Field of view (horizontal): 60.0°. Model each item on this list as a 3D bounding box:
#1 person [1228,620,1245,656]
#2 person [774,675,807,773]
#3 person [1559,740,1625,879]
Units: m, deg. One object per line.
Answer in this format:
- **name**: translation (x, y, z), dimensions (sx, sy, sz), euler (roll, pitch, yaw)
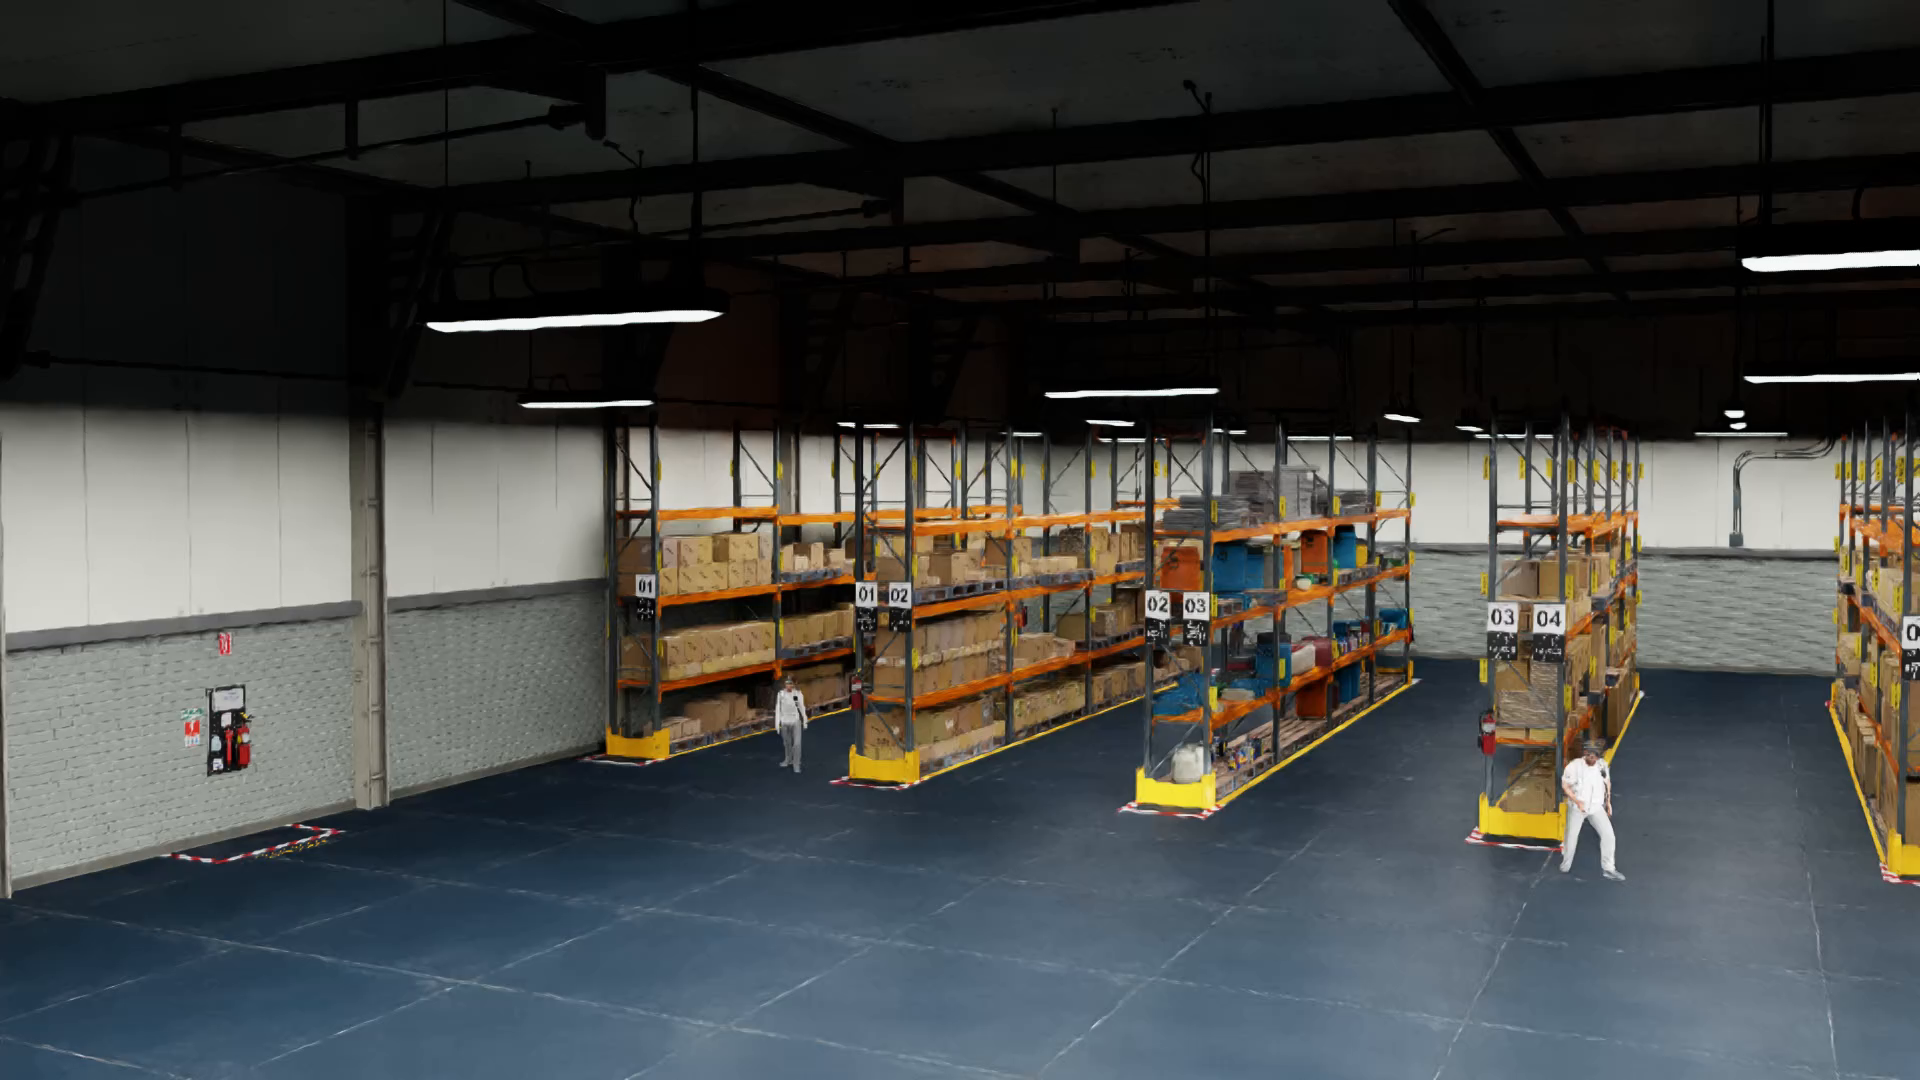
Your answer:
- **person**: translation (7.050, 2.383, 42.361), dimensions (0.572, 1.663, 0.416), euler (-2, 3, -44)
- **person**: translation (-2.816, 3.029, 27.622), dimensions (0.529, 1.625, 0.938), euler (0, 2, 3)
- **person**: translation (7.748, 3.282, 20.500), dimensions (0.701, 1.696, 0.814), euler (0, 2, 5)
